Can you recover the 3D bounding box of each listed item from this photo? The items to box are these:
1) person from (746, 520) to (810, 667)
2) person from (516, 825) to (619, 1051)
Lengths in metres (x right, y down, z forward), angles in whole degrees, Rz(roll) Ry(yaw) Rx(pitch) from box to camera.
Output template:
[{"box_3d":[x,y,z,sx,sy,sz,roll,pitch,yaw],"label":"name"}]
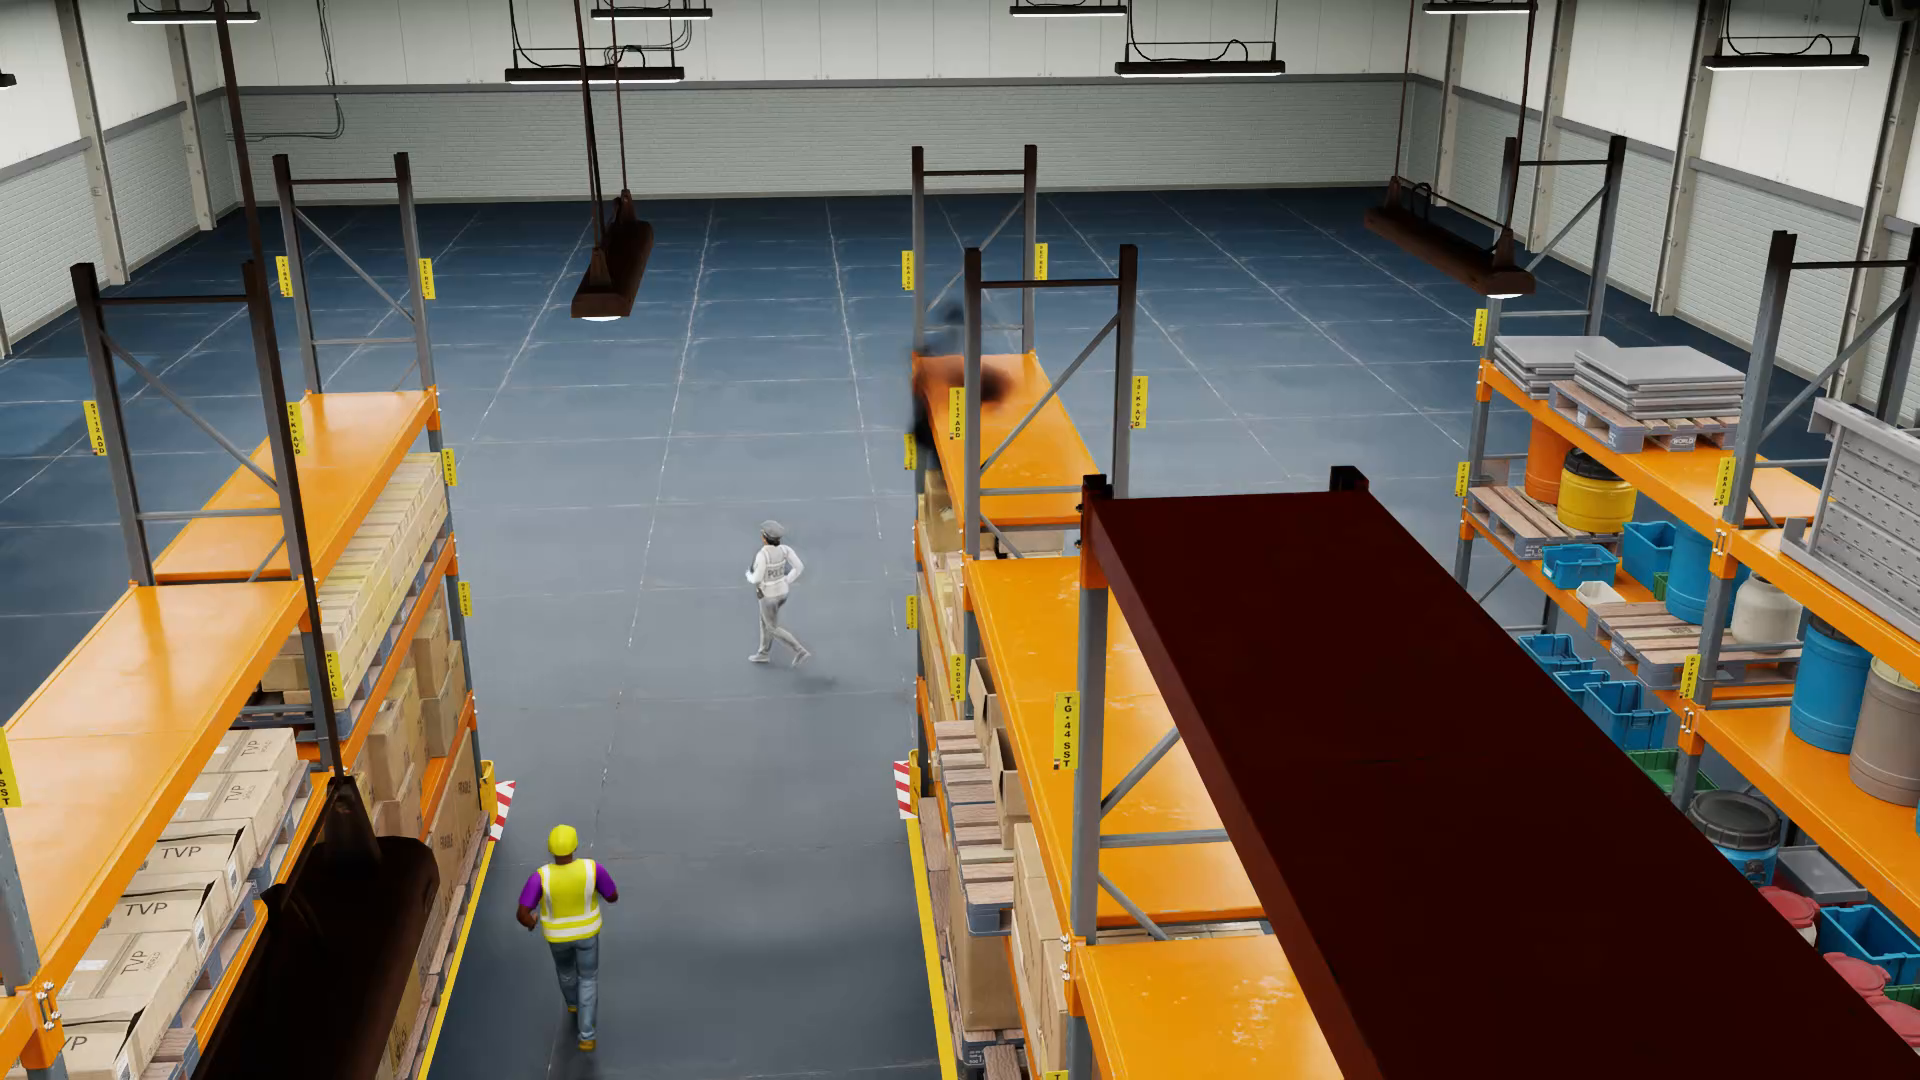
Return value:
[{"box_3d":[-1.999,0.617,17.803,0.818,1.709,0.604,14,26,32],"label":"person"},{"box_3d":[-2.797,2.817,12.016,0.694,1.763,0.951,-4,22,-9],"label":"person"}]
